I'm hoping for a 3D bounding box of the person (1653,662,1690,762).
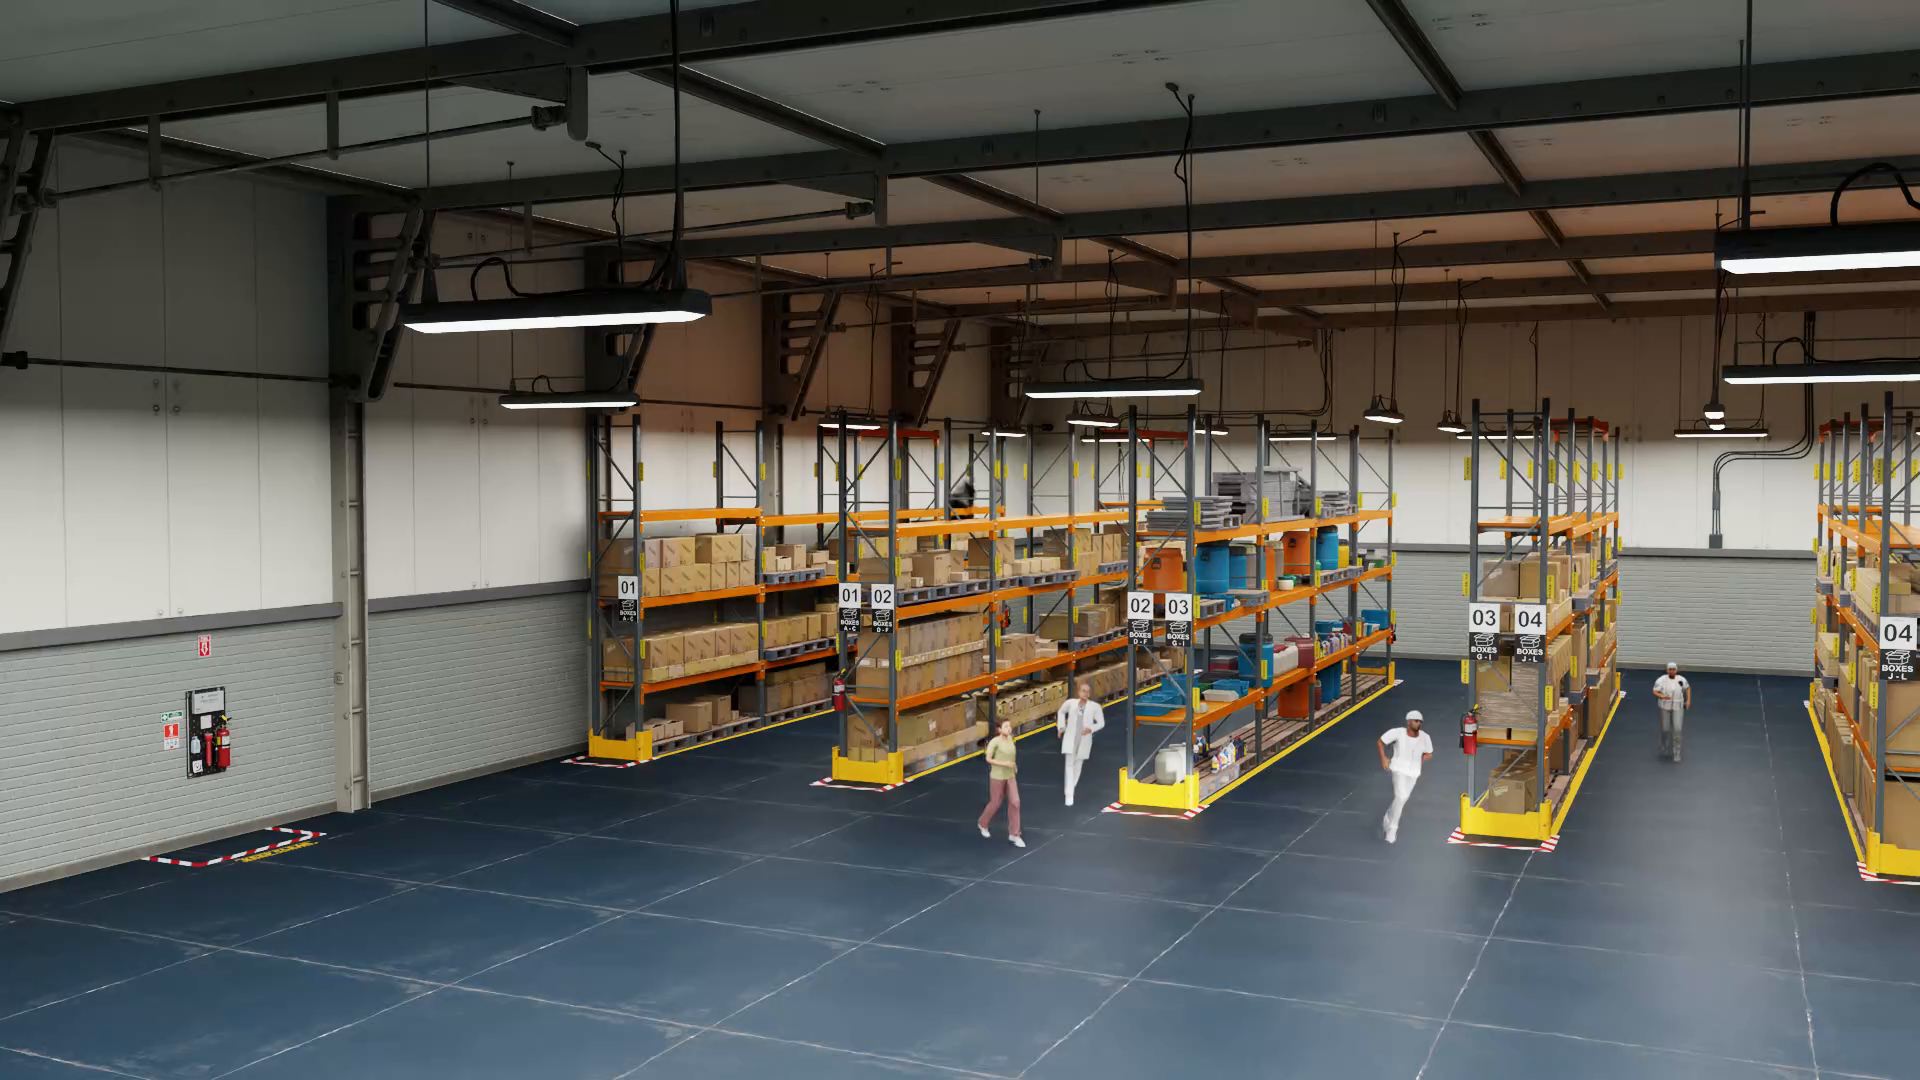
[{"bbox_3d":[12.419,2.982,29.033,0.617,1.721,0.790,1,2,19],"label":"person"}]

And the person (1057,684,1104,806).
[{"bbox_3d":[1.841,3.084,25.328,0.712,1.784,0.922,0,2,2],"label":"person"}]

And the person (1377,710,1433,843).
[{"bbox_3d":[6.095,3.214,22.793,0.755,1.783,0.746,0,2,-11],"label":"person"}]

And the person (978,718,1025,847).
[{"bbox_3d":[0.559,3.240,22.427,0.591,1.712,0.832,-2,3,-40],"label":"person"}]
